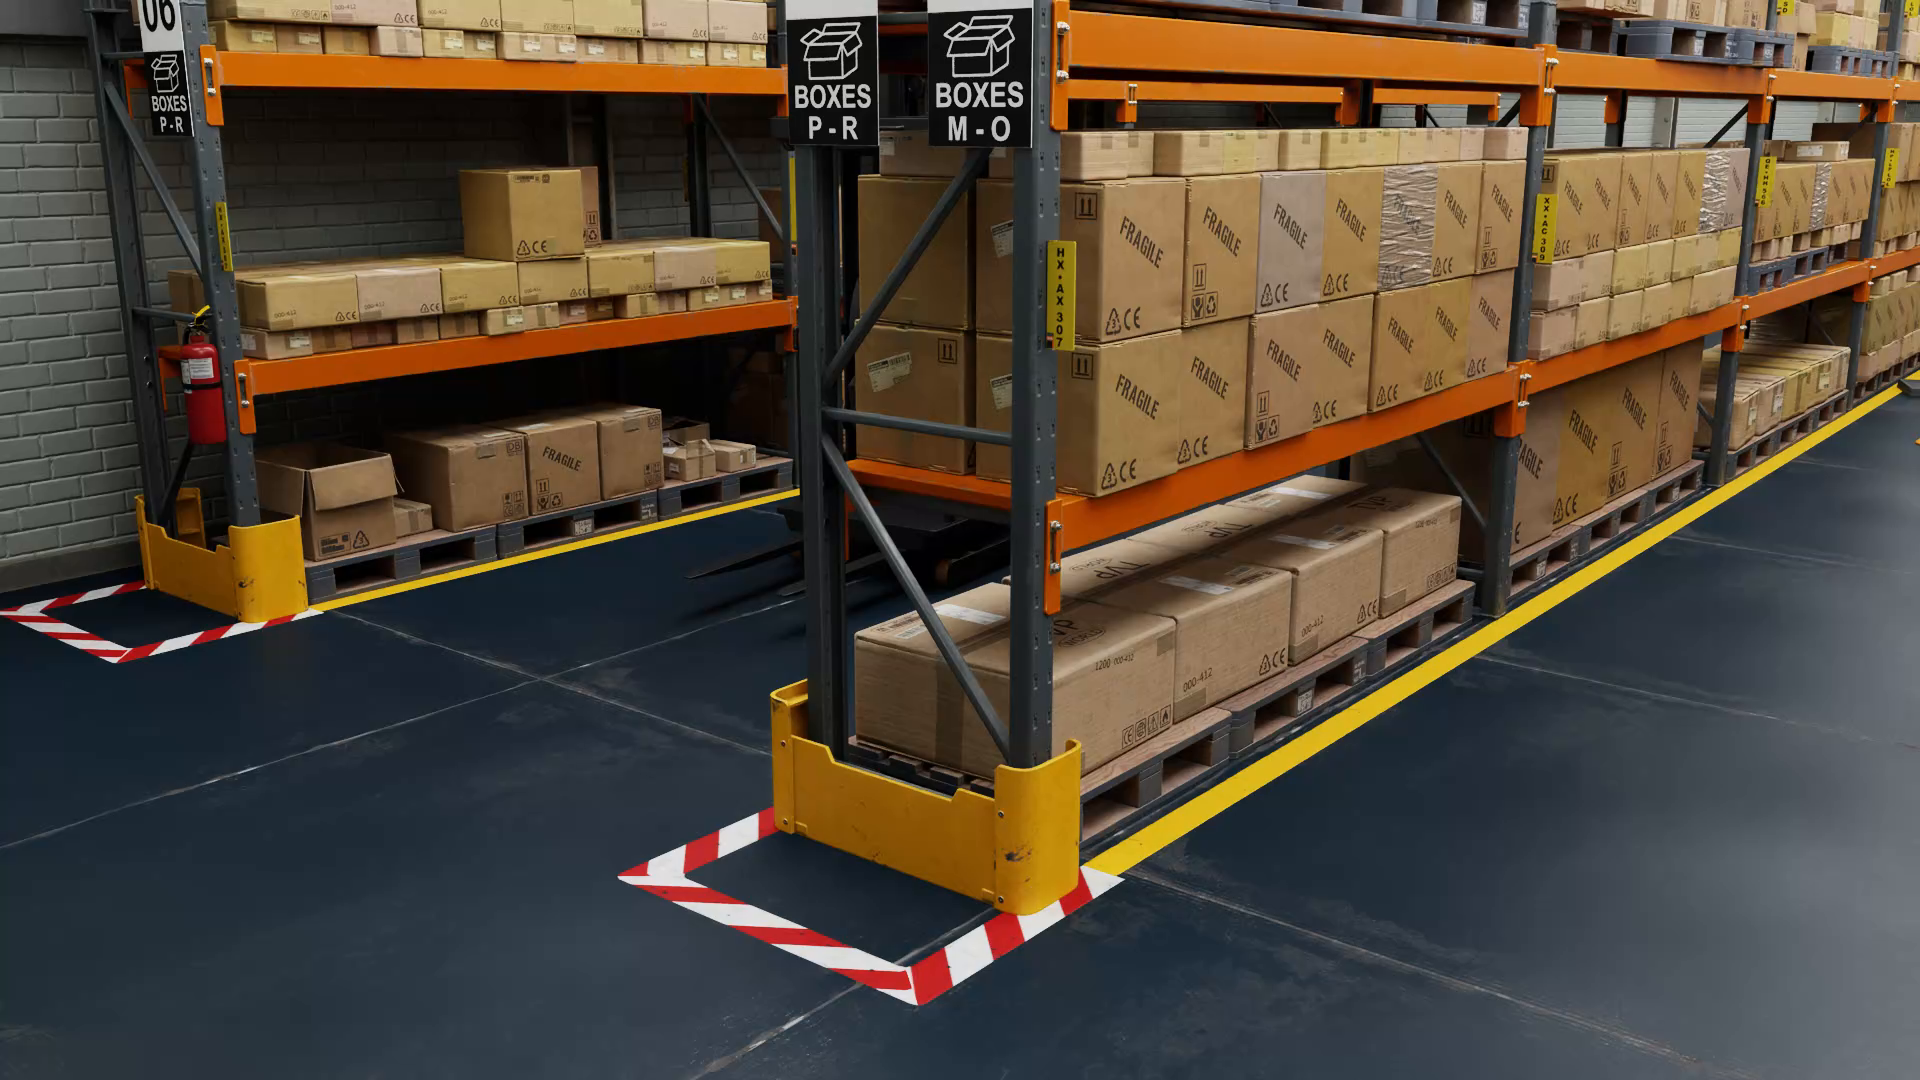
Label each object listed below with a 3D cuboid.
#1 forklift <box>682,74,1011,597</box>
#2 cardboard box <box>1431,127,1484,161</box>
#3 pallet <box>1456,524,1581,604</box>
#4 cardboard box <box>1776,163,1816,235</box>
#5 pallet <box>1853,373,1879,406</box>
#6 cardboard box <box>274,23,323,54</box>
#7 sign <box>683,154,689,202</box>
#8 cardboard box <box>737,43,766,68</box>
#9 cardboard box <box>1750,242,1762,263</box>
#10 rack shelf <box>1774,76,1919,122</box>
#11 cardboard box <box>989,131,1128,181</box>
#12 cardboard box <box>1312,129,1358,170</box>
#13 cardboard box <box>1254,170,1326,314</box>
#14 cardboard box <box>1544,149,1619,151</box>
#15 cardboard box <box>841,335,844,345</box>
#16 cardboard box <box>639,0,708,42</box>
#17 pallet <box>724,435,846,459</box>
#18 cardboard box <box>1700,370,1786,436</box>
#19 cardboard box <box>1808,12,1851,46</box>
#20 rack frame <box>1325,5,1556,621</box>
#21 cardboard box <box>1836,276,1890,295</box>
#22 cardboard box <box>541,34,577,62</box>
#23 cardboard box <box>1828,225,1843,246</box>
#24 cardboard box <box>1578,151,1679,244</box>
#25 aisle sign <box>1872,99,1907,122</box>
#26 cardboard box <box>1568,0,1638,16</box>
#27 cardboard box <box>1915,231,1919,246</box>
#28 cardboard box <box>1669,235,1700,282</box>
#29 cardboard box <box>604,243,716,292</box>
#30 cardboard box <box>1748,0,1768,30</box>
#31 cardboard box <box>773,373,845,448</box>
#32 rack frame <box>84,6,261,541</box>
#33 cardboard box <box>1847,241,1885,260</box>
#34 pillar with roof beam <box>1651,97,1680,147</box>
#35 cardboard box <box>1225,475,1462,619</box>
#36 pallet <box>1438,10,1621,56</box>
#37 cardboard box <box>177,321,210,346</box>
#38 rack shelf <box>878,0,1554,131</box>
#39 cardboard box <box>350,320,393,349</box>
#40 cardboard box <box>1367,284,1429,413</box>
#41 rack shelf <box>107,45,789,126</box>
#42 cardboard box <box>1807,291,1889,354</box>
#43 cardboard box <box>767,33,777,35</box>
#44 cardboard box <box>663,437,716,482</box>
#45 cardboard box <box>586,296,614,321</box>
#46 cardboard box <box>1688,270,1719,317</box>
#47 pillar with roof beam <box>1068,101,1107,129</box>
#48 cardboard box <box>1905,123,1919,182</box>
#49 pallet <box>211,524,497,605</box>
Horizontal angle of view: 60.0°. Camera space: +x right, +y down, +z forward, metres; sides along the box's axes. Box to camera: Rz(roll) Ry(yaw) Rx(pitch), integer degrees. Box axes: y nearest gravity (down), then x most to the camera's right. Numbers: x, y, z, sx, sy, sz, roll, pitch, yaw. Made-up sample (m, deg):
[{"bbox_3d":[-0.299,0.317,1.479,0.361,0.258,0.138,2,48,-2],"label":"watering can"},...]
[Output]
[{"bbox_3d":[-0.333,-1.290,9.249,1.130,2.935,3.031,9,17,31],"label":"forklift"},{"bbox_3d":[2.194,-1.836,7.706,0.380,0.149,0.250,12,18,39],"label":"cardboard box"},{"bbox_3d":[2.817,0.062,9.451,1.003,0.211,1.213,11,18,38],"label":"pallet"},{"bbox_3d":[6.018,-2.547,12.395,0.500,0.500,0.500,12,18,38],"label":"cardboard box"},{"bbox_3d":[7.813,-1.445,15.382,1.003,0.211,1.213,11,18,38],"label":"pallet"},{"bbox_3d":[-3.461,-2.543,8.460,0.380,0.149,0.250,12,18,39],"label":"cardboard box"},{"bbox_3d":[-1.907,-2.544,11.694,0.100,0.325,0.005,11,18,38],"label":"sign"},{"bbox_3d":[-1.469,-3.115,10.712,0.380,0.149,0.250,11,18,37],"label":"cardboard box"},{"bbox_3d":[5.457,-2.061,11.799,0.380,0.149,0.250,10,17,34],"label":"cardboard box"},{"bbox_3d":[8.676,-4.151,15.738,1.077,0.370,4.000,11,18,38],"label":"rack shelf"},{"bbox_3d":[0.315,-1.237,5.349,0.380,0.149,0.250,12,18,39],"label":"cardboard box"},{"bbox_3d":[1.322,-1.527,6.492,0.380,0.149,0.250,11,18,36],"label":"cardboard box"},{"bbox_3d":[1.036,-1.145,6.304,0.500,0.500,0.500,11,18,37],"label":"cardboard box"},{"bbox_3d":[3.763,-2.180,10.377,0.500,0.500,0.500,12,18,39],"label":"cardboard box"},{"bbox_3d":[-0.914,-1.433,11.974,0.380,0.149,0.250,10,17,35],"label":"cardboard box"},{"bbox_3d":[-1.900,-3.191,10.199,0.500,0.250,0.500,11,18,36],"label":"cardboard box"},{"bbox_3d":[-0.991,-0.708,12.481,1.003,0.211,1.213,11,18,38],"label":"pallet"},{"bbox_3d":[5.725,-1.076,12.749,0.950,0.372,0.625,11,18,36],"label":"cardboard box"},{"bbox_3d":[6.521,-3.919,12.818,0.500,0.250,0.500,12,18,38],"label":"cardboard box"},{"bbox_3d":[2.391,-1.130,8.480,1.000,3.000,0.127,11,18,38],"label":"rack frame"},{"bbox_3d":[8.125,-2.297,14.964,0.380,0.149,0.250,12,18,38],"label":"cardboard box"},{"bbox_3d":[-2.413,-2.816,9.533,0.380,0.149,0.250,12,18,39],"label":"cardboard box"},{"bbox_3d":[6.839,-2.451,13.336,0.380,0.149,0.250,11,18,38],"label":"cardboard box"},{"bbox_3d":[3.826,-2.001,9.672,0.500,0.500,0.500,11,18,37],"label":"cardboard box"},{"bbox_3d":[9.730,-4.748,17.442,0.394,0.787,0.004,11,18,38],"label":"aisle sign"},{"bbox_3d":[3.170,-2.960,8.535,0.500,0.500,0.500,11,18,37],"label":"cardboard box"},{"bbox_3d":[9.115,-2.946,16.138,0.380,0.149,0.250,11,18,37],"label":"cardboard box"},{"bbox_3d":[4.172,-1.734,10.146,0.500,0.250,0.500,11,18,36],"label":"cardboard box"},{"bbox_3d":[-1.906,-1.736,10.564,0.500,0.250,0.500,11,18,38],"label":"cardboard box"},{"bbox_3d":[4.785,-3.508,10.686,0.797,0.503,0.637,10,17,34],"label":"cardboard box"},{"bbox_3d":[-0.994,-0.948,11.985,0.500,0.500,0.500,12,19,40],"label":"cardboard box"},{"bbox_3d":[-3.987,-1.132,8.486,1.000,3.000,0.127,11,18,38],"label":"rack frame"},{"bbox_3d":[7.866,-2.551,14.584,0.380,0.149,0.250,11,18,37],"label":"cardboard box"},{"bbox_3d":[15.821,-8.742,26.257,9.100,9.000,0.400,11,18,38],"label":"pillar with roof beam"},{"bbox_3d":[1.912,0.012,8.336,0.875,0.438,0.875,11,18,37],"label":"cardboard box"},{"bbox_3d":[2.928,-2.675,8.856,0.805,0.209,1.217,10,18,35],"label":"pallet"},{"bbox_3d":[-3.987,-1.115,8.930,0.380,0.149,0.250,11,18,37],"label":"cardboard box"},{"bbox_3d":[1.133,-1.852,6.692,1.077,0.370,4.000,11,18,38],"label":"rack shelf"},{"bbox_3d":[-3.305,-1.142,9.037,0.380,0.149,0.250,11,18,37],"label":"cardboard box"},{"bbox_3d":[1.674,-0.852,7.183,0.500,0.500,0.500,11,18,37],"label":"cardboard box"},{"bbox_3d":[-2.730,-2.620,9.713,1.077,0.370,4.000,11,18,38],"label":"rack shelf"},{"bbox_3d":[7.999,-1.968,14.986,0.500,0.500,0.500,12,19,40],"label":"cardboard box"},{"bbox_3d":[-1.200,-3.602,11.571,0.380,0.149,0.250,12,18,39],"label":"cardboard box"},{"bbox_3d":[-1.819,-0.556,10.918,0.396,0.266,0.258,12,19,40],"label":"cardboard box"},{"bbox_3d":[-2.342,-1.438,10.200,0.380,0.149,0.250,12,18,38],"label":"cardboard box"},{"bbox_3d":[4.480,-1.586,10.580,0.500,0.250,0.500,12,18,39],"label":"cardboard box"},{"bbox_3d":[4.508,-5.294,12.687,9.100,9.000,0.400,11,18,38],"label":"pillar with roof beam"},{"bbox_3d":[8.202,-3.485,14.910,0.700,0.500,0.500,11,18,38],"label":"cardboard box"},{"bbox_3d":[-3.439,0.053,9.488,1.003,0.211,1.213,11,18,38],"label":"pallet"}]
